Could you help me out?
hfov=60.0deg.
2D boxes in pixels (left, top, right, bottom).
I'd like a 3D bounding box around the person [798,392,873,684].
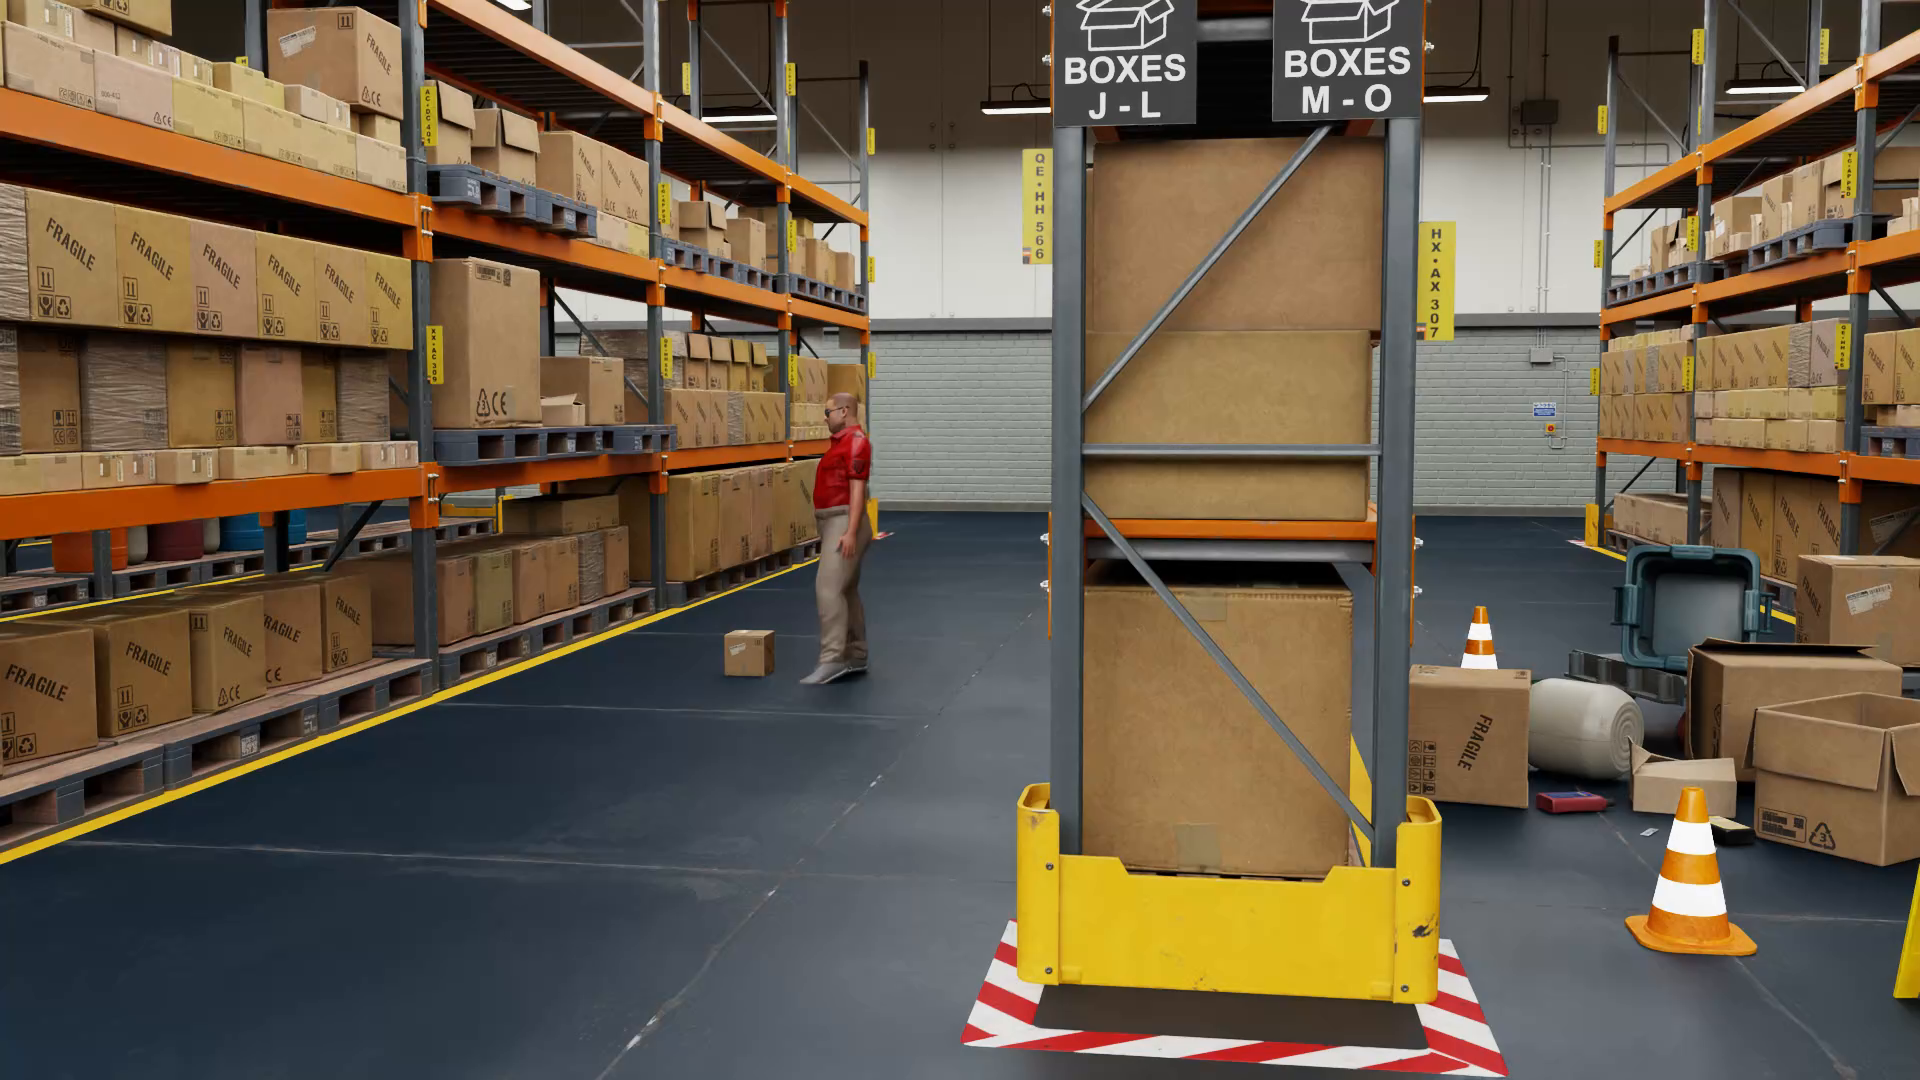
[{"bbox_3d":[-0.785,-0.014,10.119,0.495,1.766,0.578,-1,5,-15],"label":"person"}]
